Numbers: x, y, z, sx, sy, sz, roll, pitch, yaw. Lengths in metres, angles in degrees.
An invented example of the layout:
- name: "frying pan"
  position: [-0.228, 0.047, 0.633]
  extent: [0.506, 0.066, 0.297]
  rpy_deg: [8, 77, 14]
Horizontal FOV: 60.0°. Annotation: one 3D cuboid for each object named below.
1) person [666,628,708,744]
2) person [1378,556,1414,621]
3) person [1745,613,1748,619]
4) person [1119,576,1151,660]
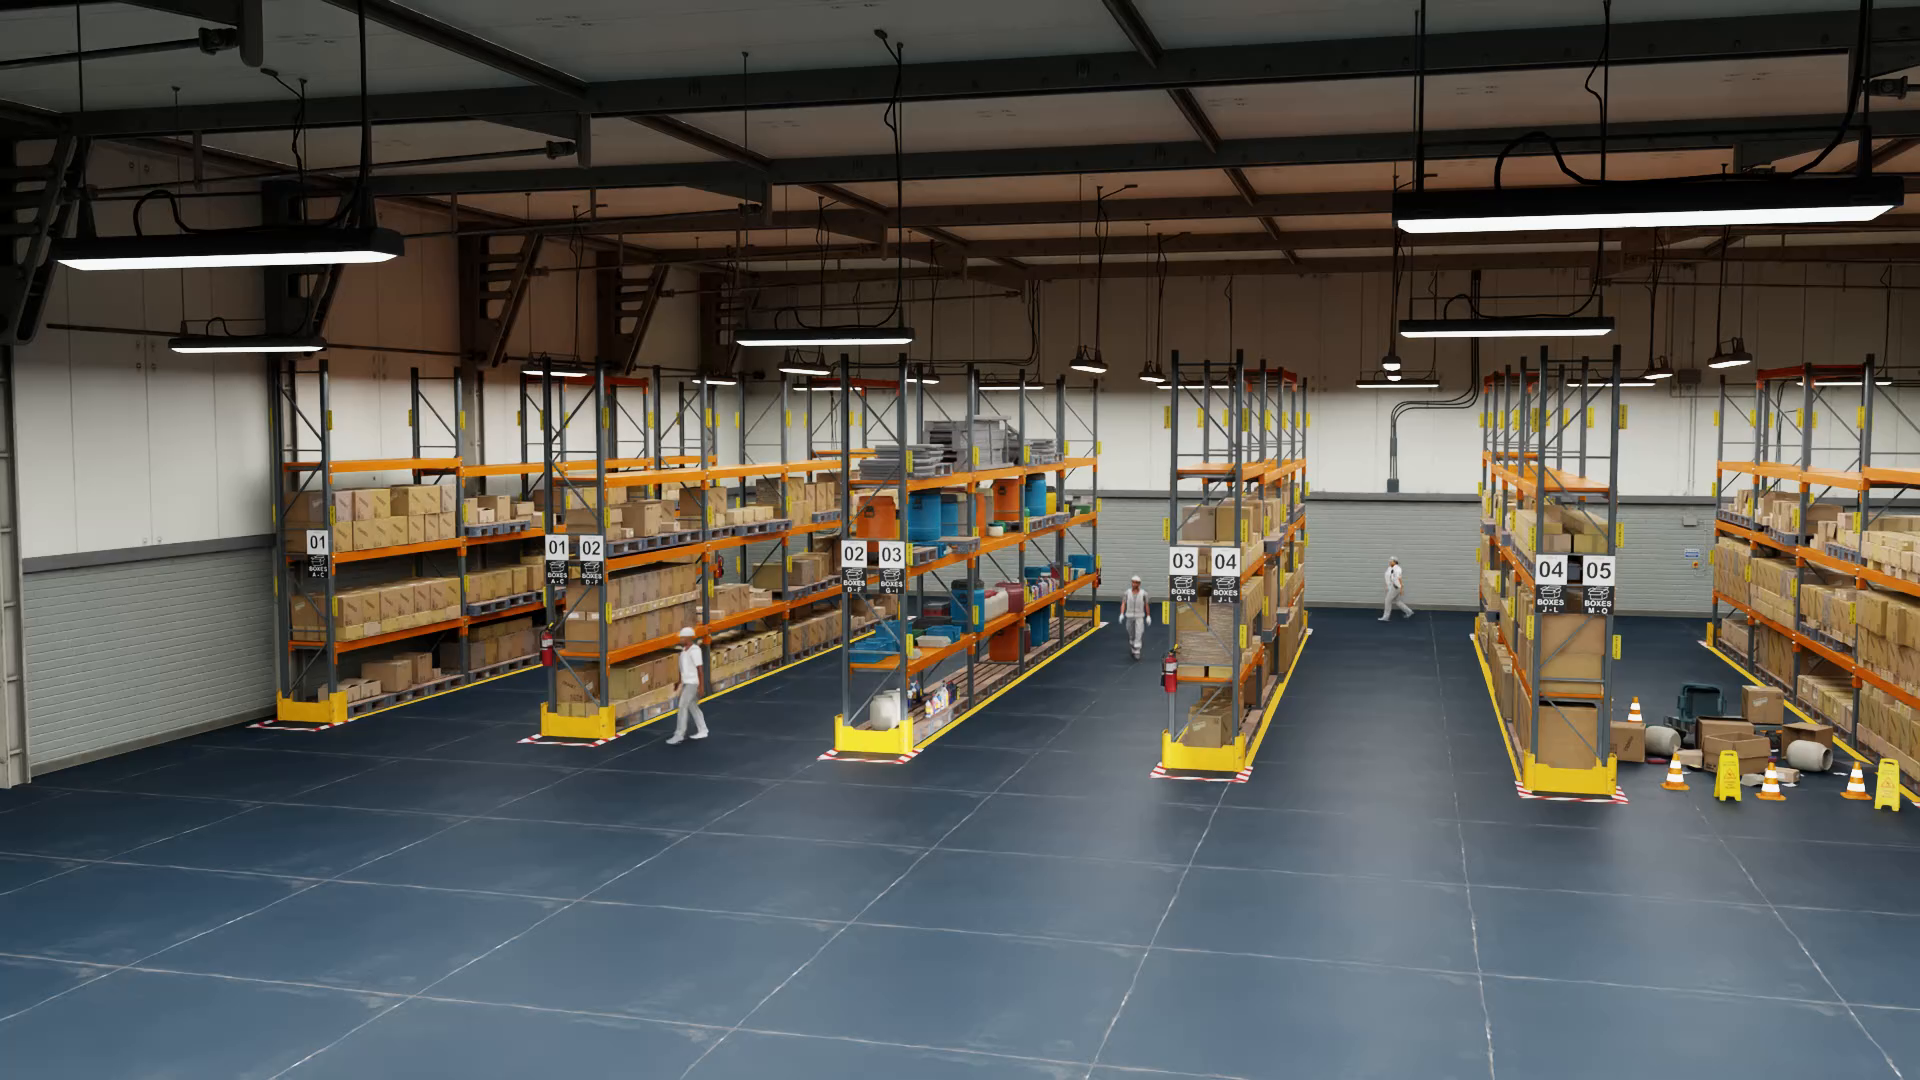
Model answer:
- name: "person"
  position: [-4.294, 2.252, 25.991]
  extent: [0.736, 1.757, 0.659]
  rpy_deg: [-2, 4, -20]
- name: "person"
  position: [10.861, 1.203, 41.423]
  extent: [0.948, 1.619, 0.503]
  rpy_deg: [0, 4, -2]
- name: "person"
  position: [18.983, 1.369, 39.681]
  extent: [0.496, 1.655, 0.466]
  rpy_deg: [0, 4, -4]
- name: "person"
  position: [3.670, 1.617, 34.855]
  extent: [0.642, 1.730, 1.093]
  rpy_deg: [1, 4, 11]
